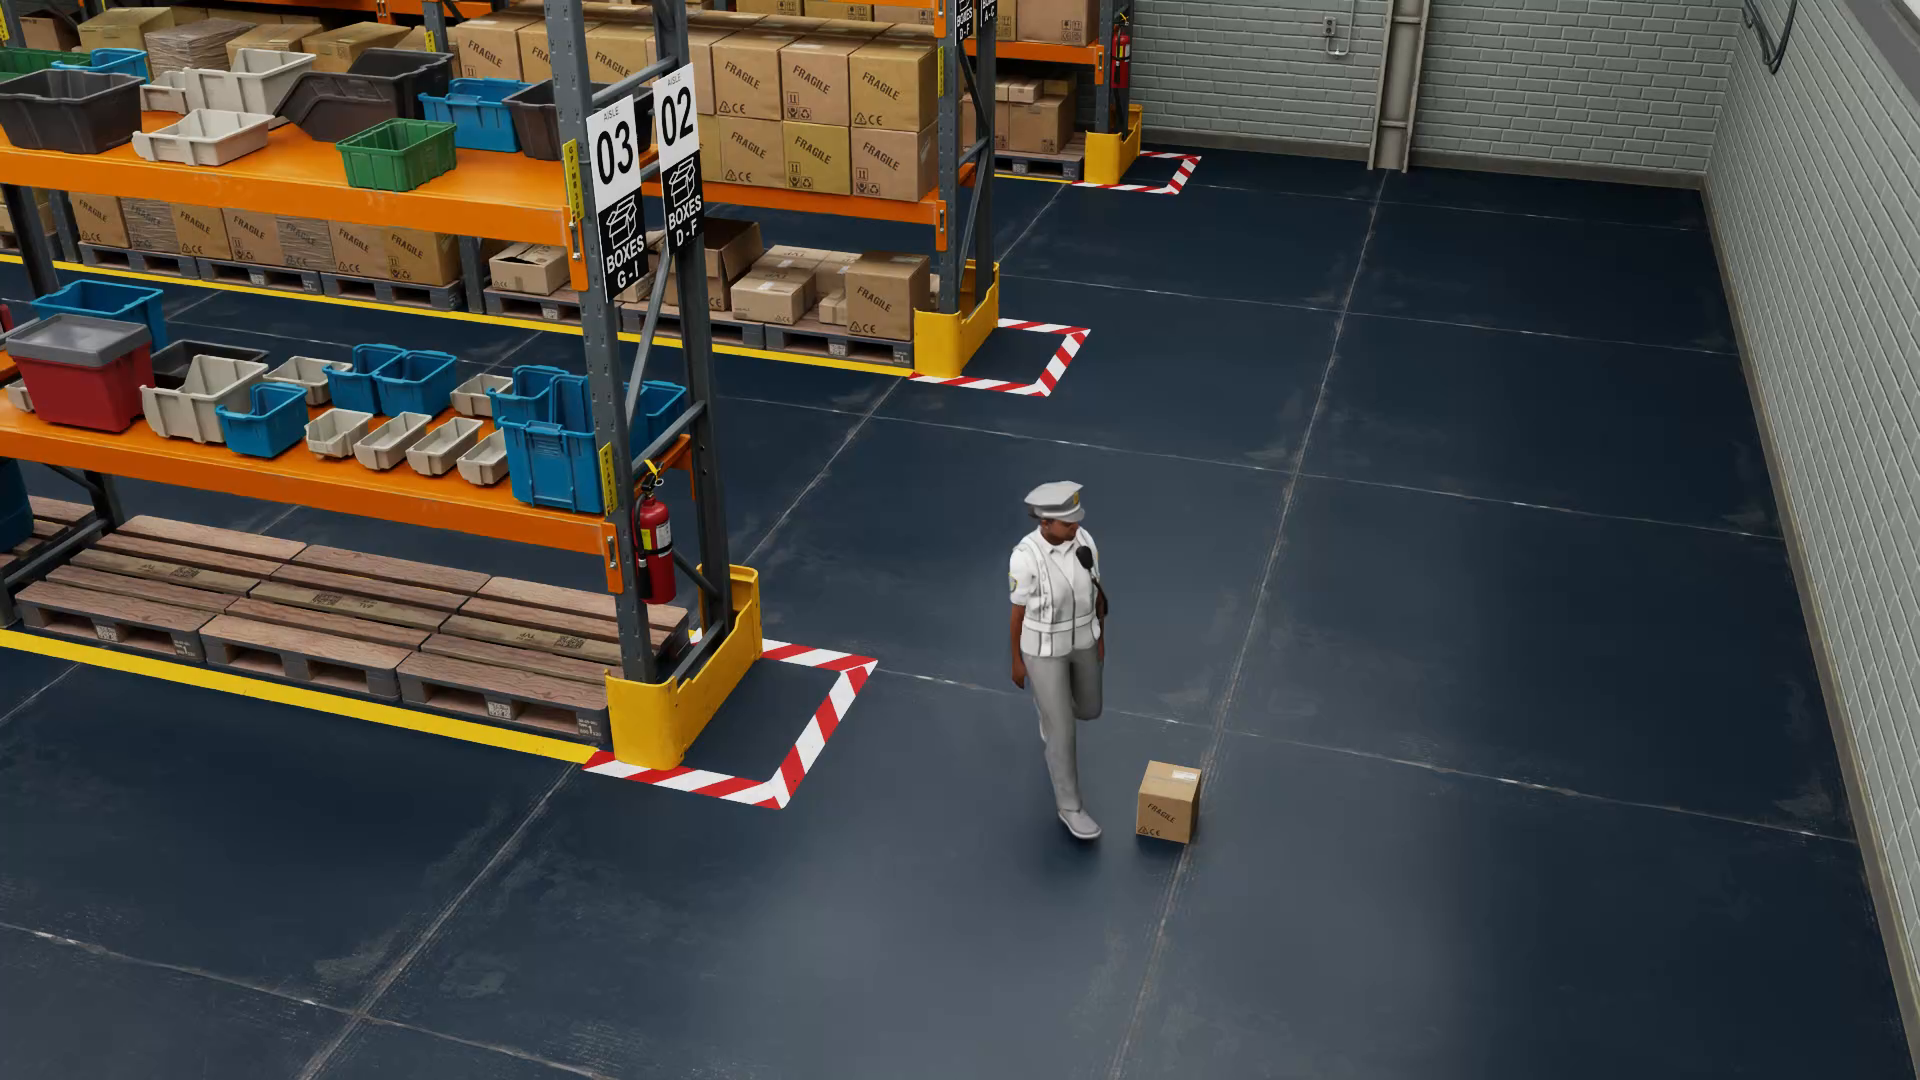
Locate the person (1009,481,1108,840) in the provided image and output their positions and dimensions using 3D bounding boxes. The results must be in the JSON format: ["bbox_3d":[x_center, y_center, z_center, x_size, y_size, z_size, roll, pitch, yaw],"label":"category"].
[{"bbox_3d":[0.486,0.498,7.630,0.464,1.627,0.870,-16,33,-26],"label":"person"}]
